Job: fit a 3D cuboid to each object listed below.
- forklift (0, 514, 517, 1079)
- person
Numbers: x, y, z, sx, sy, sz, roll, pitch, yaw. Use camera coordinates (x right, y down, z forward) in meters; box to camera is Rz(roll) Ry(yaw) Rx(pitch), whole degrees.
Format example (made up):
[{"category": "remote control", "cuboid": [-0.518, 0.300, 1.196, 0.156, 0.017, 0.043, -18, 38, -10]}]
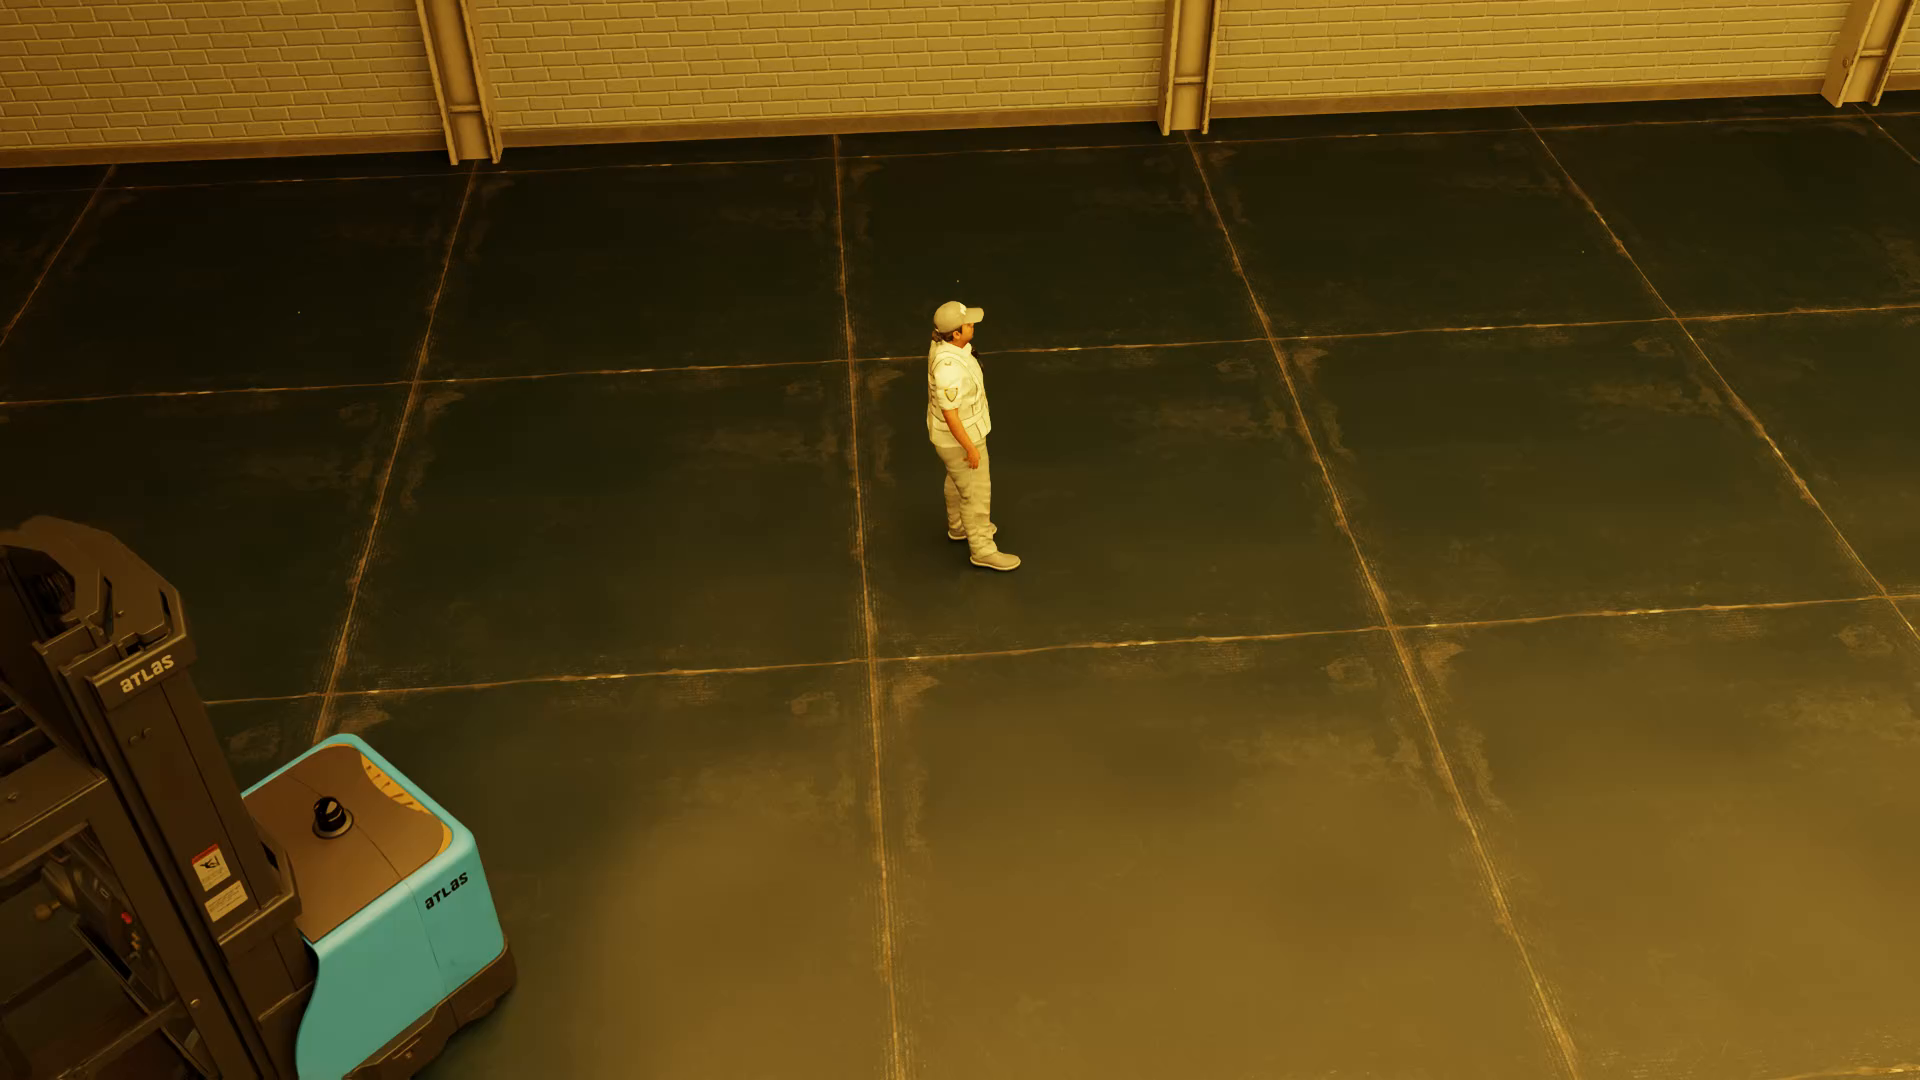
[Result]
[{"category": "forklift", "cuboid": [-3.402, 1.481, 6.206, 1.130, 2.935, 3.031, 29, 49, 30]}, {"category": "person", "cuboid": [0.080, -0.629, 9.634, 0.525, 1.670, 0.598, -3, 41, -4]}]
